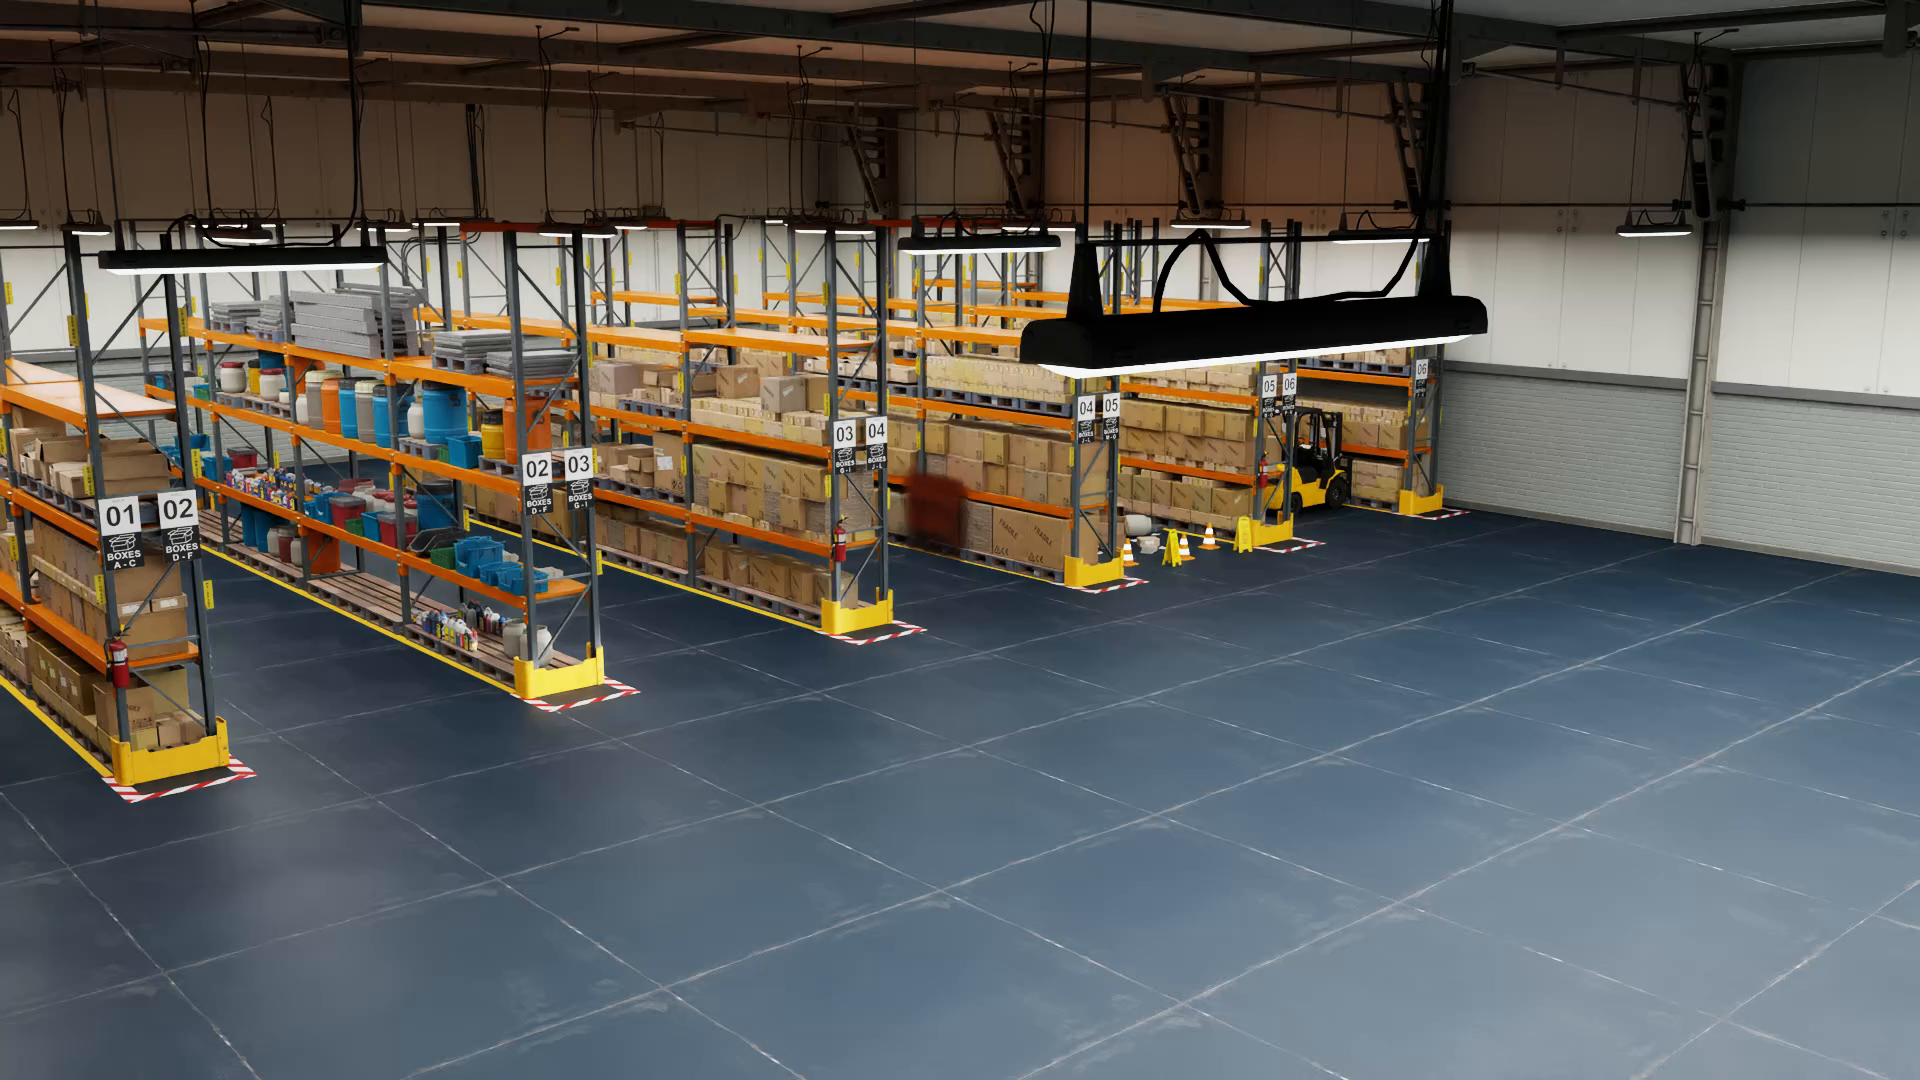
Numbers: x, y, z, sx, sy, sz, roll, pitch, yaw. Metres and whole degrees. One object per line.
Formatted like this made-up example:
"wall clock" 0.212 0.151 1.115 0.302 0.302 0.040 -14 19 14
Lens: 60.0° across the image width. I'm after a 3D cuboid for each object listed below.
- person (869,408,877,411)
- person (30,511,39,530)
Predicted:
"person" -1.930 -2.113 37.827 0.445 1.785 0.609 2 12 11
"person" -15.831 -0.185 28.634 0.452 1.610 0.843 -11 16 -43
